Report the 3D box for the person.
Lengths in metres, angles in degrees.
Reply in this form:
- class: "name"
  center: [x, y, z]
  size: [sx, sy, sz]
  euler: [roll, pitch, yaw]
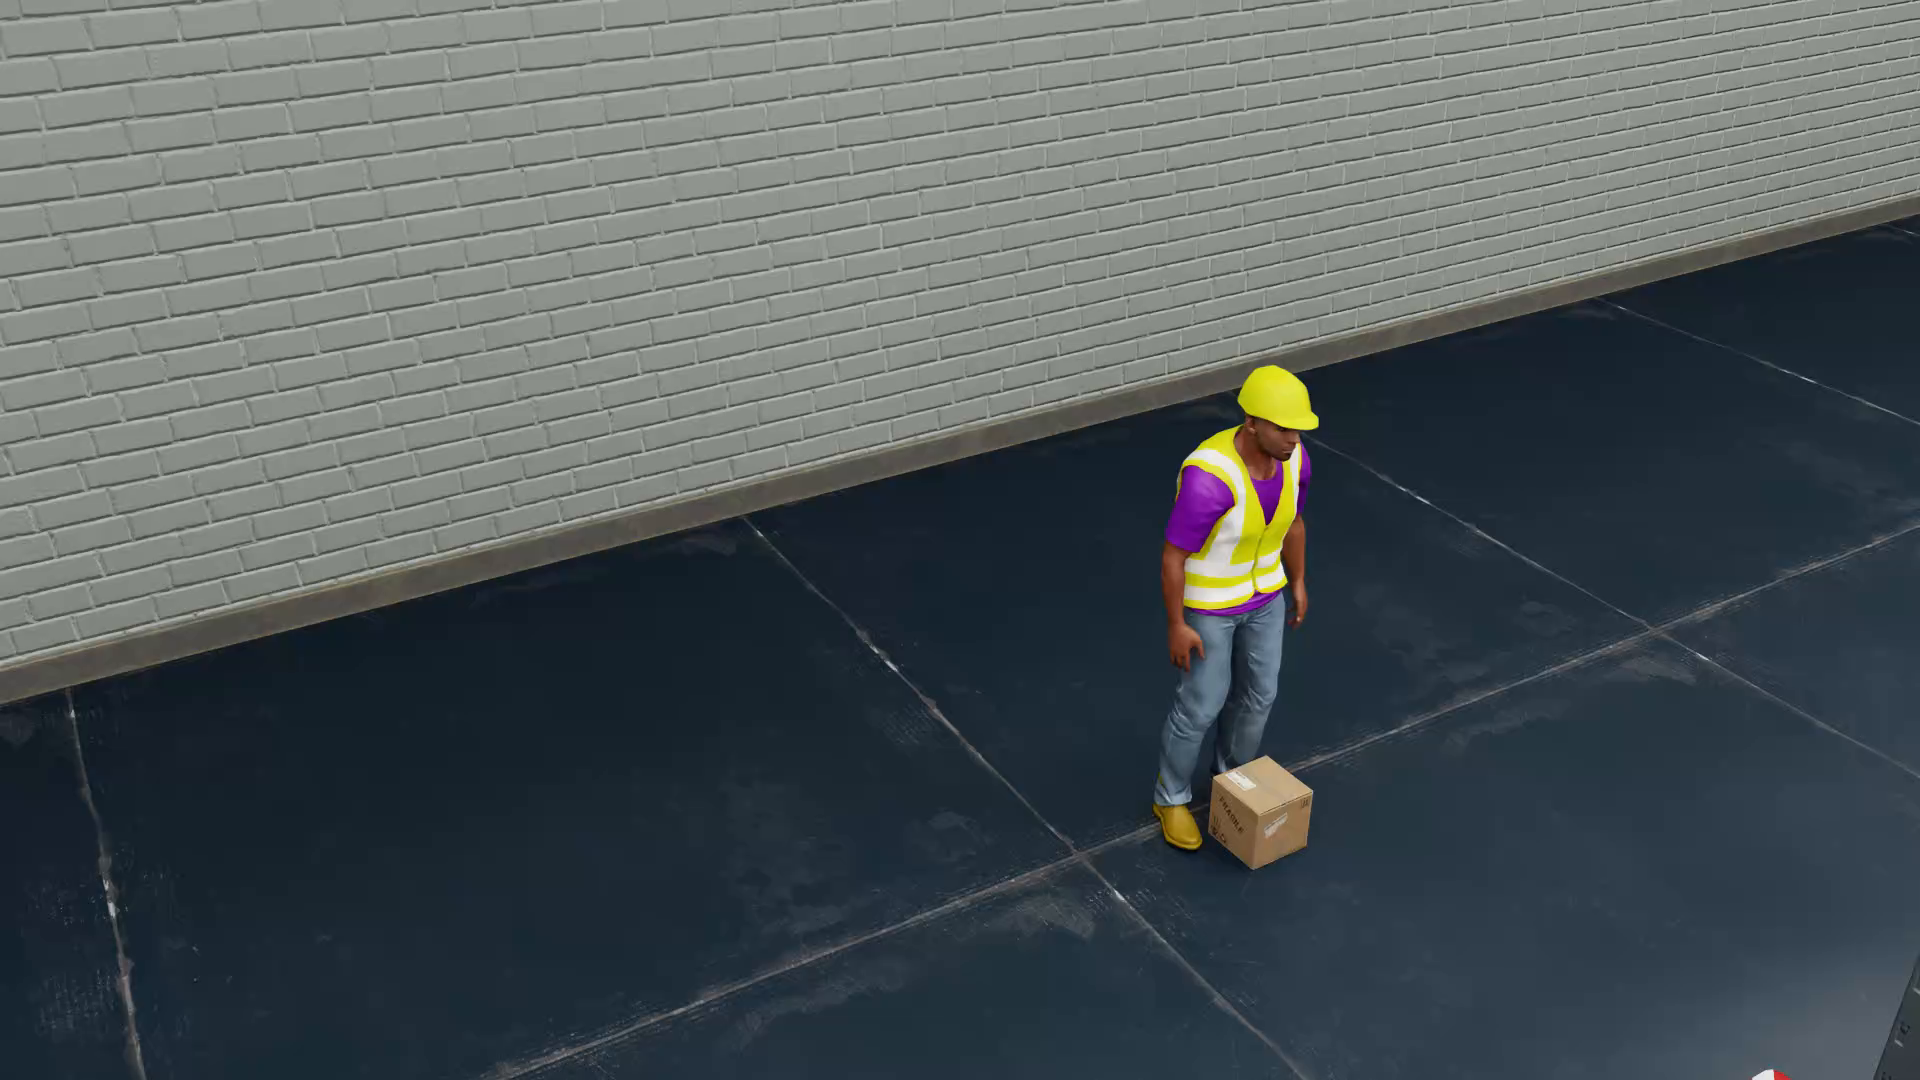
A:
- class: "person"
  center: [0.953, 0.213, 5.719]
  size: [0.635, 1.760, 0.456]
  euler: [-18, 33, -29]
